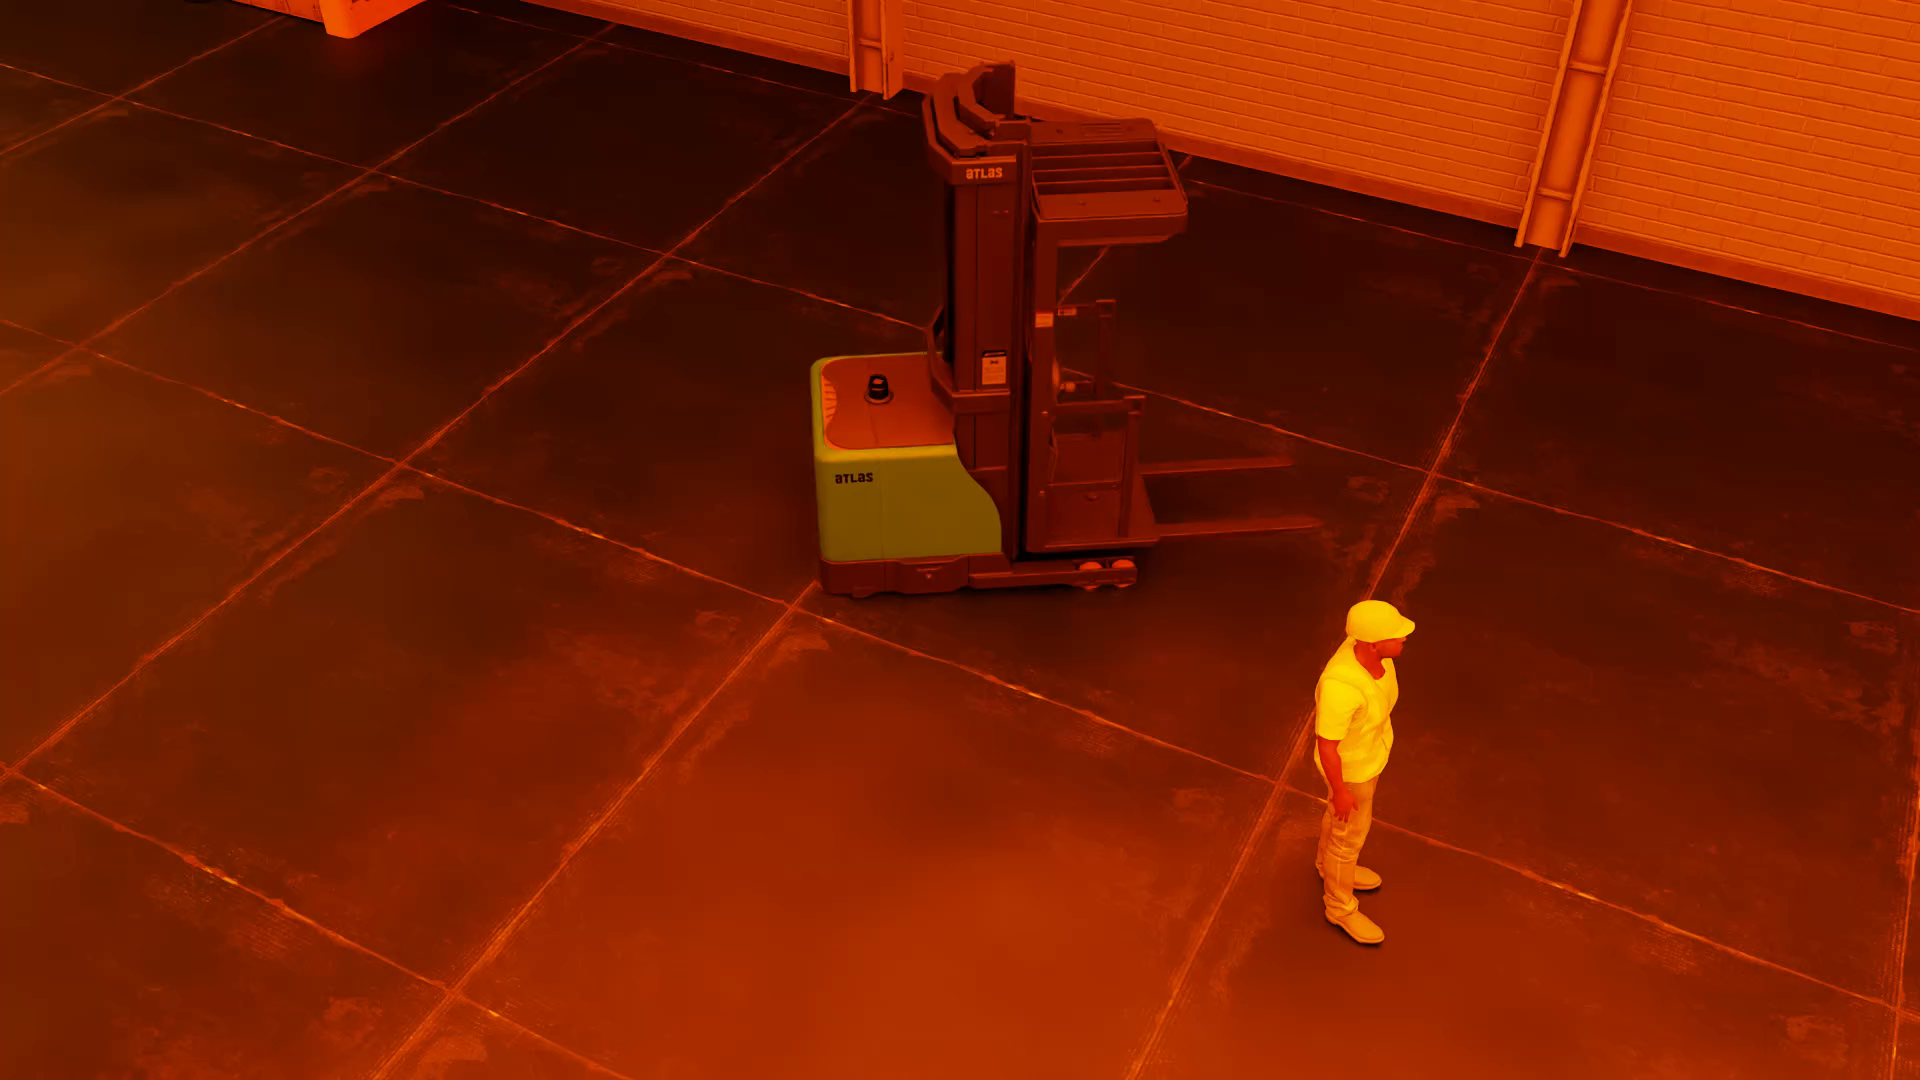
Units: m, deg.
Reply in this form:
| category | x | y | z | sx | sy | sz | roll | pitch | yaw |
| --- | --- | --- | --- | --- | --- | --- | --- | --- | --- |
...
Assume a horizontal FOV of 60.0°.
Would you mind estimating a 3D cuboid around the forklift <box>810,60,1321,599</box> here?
| category | x | y | z | sx | sy | sz | roll | pitch | yaw |
| --- | --- | --- | --- | --- | --- | --- | --- | --- | --- |
| forklift | 0.643 | -1.167 | 9.372 | 3.031 | 2.935 | 1.130 | -3 | 40 | -4 |

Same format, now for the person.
| category | x | y | z | sx | sy | sz | roll | pitch | yaw |
| --- | --- | --- | --- | --- | --- | --- | --- | --- | --- |
| person | 1.893 | 1.018 | 7.671 | 0.576 | 1.767 | 0.665 | 19 | 44 | 21 |
